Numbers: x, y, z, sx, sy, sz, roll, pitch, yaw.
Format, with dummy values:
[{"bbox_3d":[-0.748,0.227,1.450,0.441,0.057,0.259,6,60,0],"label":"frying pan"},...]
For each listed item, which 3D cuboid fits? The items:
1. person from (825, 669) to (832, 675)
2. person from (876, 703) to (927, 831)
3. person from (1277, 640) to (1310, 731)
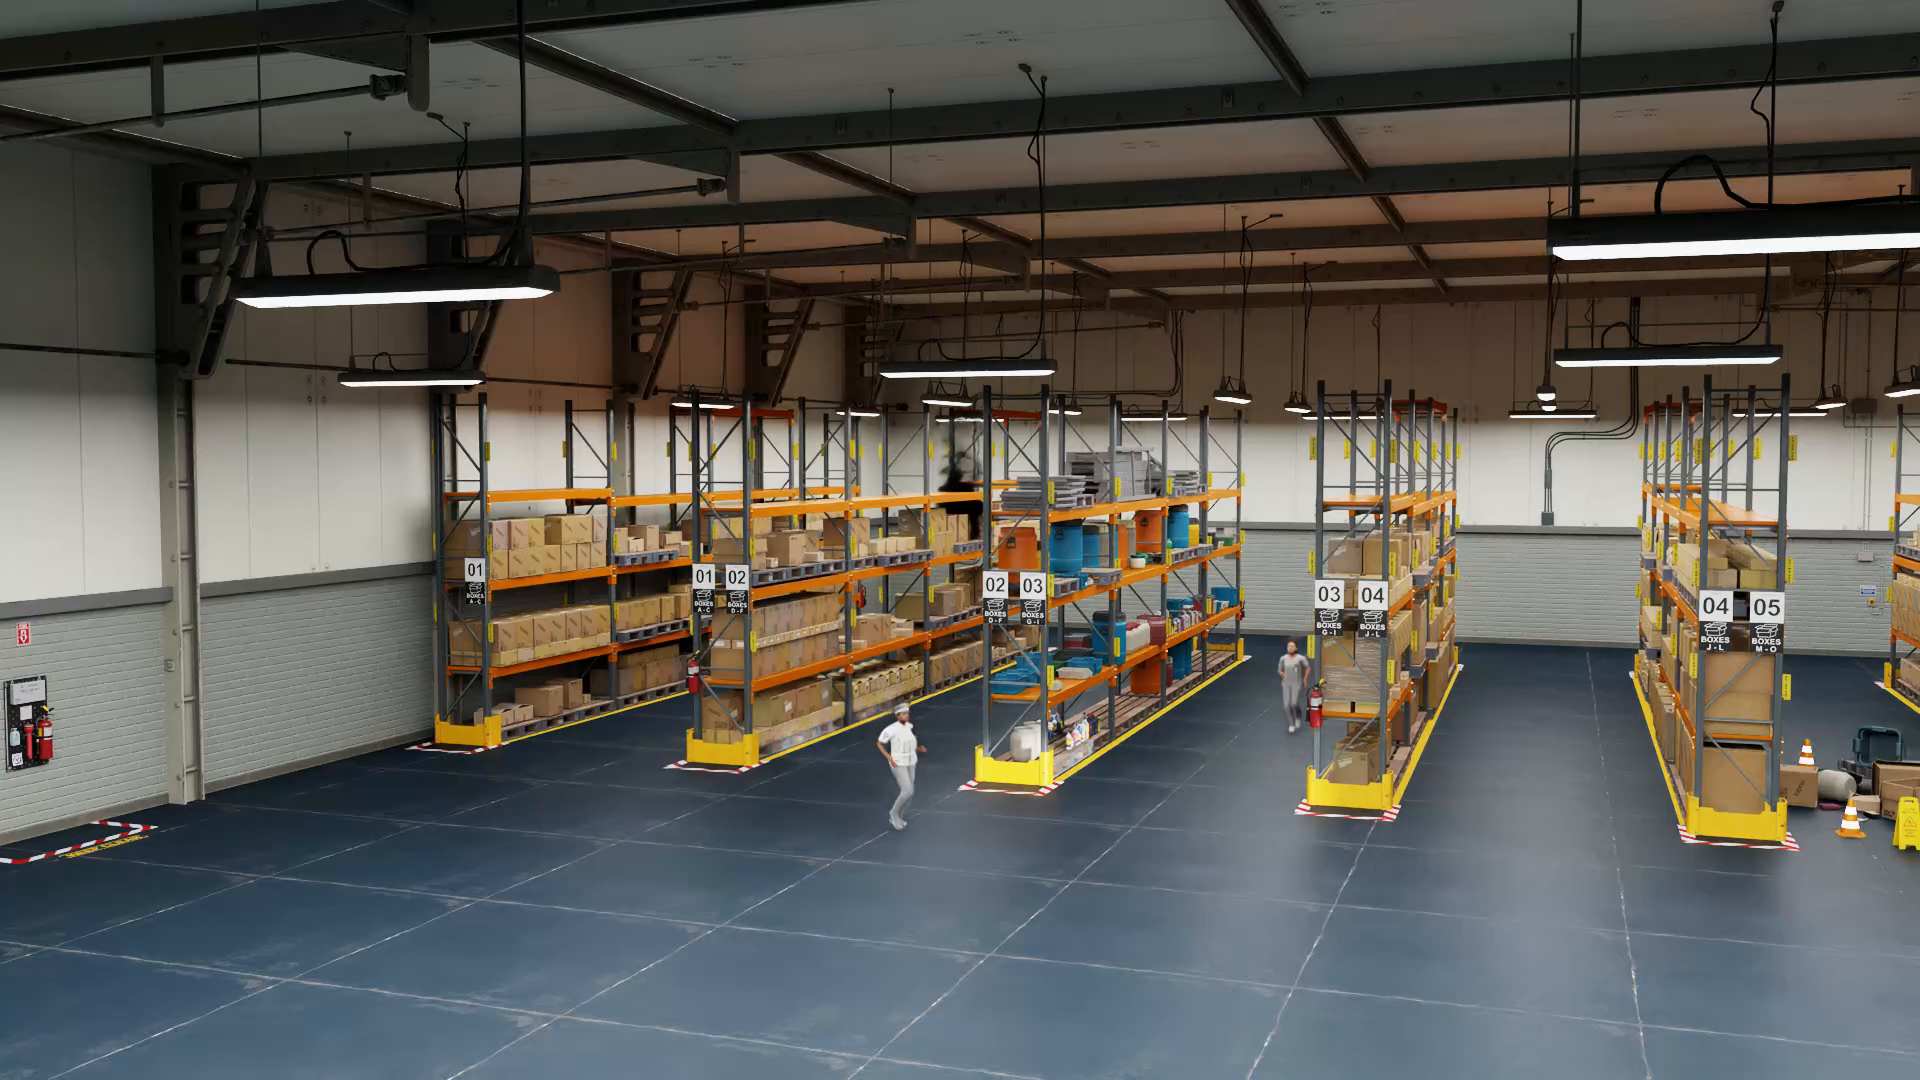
[{"bbox_3d":[-2.896,2.266,34.658,0.676,1.819,0.876,1,3,14],"label":"person"},{"bbox_3d":[-0.722,2.994,21.967,0.609,1.693,0.559,3,4,43],"label":"person"},{"bbox_3d":[5.919,2.603,29.624,0.550,1.633,0.571,1,3,24],"label":"person"}]
